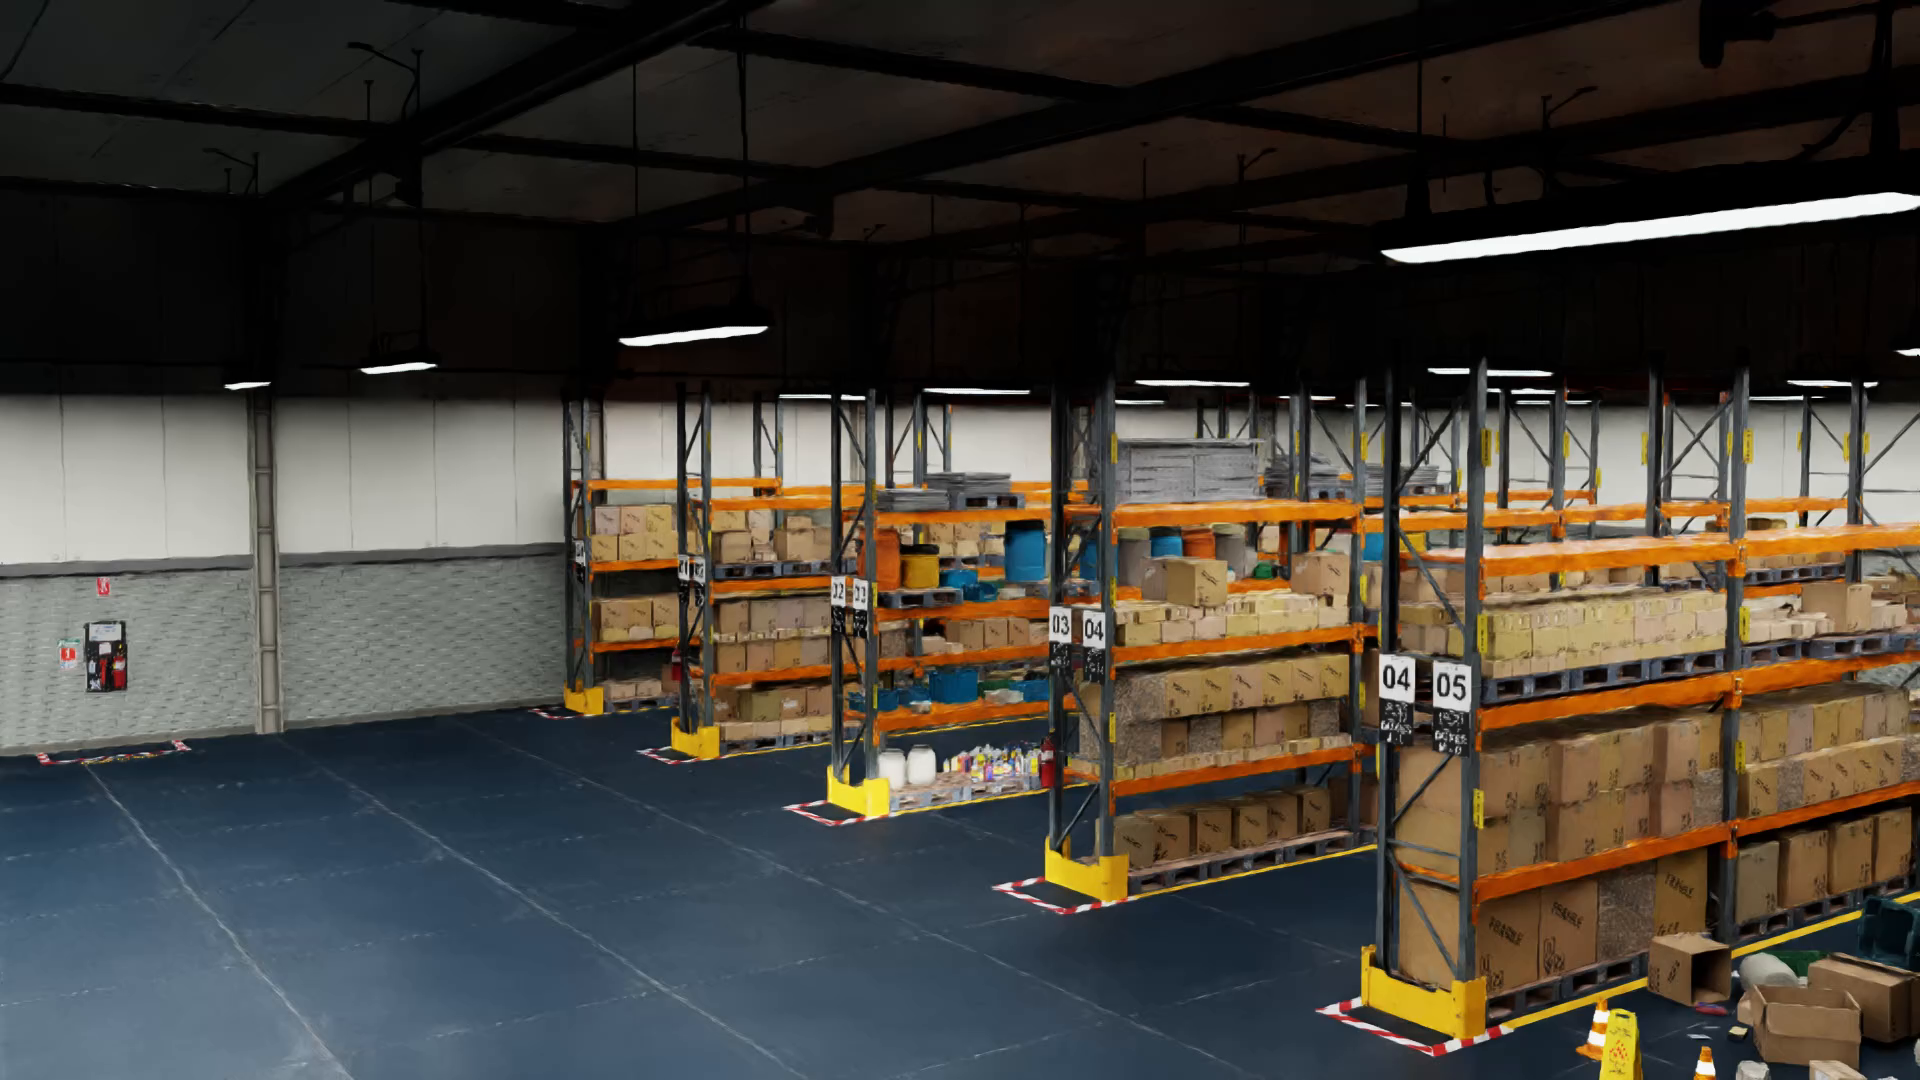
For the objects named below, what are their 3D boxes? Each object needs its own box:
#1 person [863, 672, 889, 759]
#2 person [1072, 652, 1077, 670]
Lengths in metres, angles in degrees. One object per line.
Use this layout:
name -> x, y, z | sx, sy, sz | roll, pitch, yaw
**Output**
person -> -1.232, 2.760, 24.862 | 0.508, 1.631, 0.639 | -3, 5, -35
person -> 2.301, 2.078, 35.537 | 1.090, 1.580, 0.482 | -3, 5, -36
